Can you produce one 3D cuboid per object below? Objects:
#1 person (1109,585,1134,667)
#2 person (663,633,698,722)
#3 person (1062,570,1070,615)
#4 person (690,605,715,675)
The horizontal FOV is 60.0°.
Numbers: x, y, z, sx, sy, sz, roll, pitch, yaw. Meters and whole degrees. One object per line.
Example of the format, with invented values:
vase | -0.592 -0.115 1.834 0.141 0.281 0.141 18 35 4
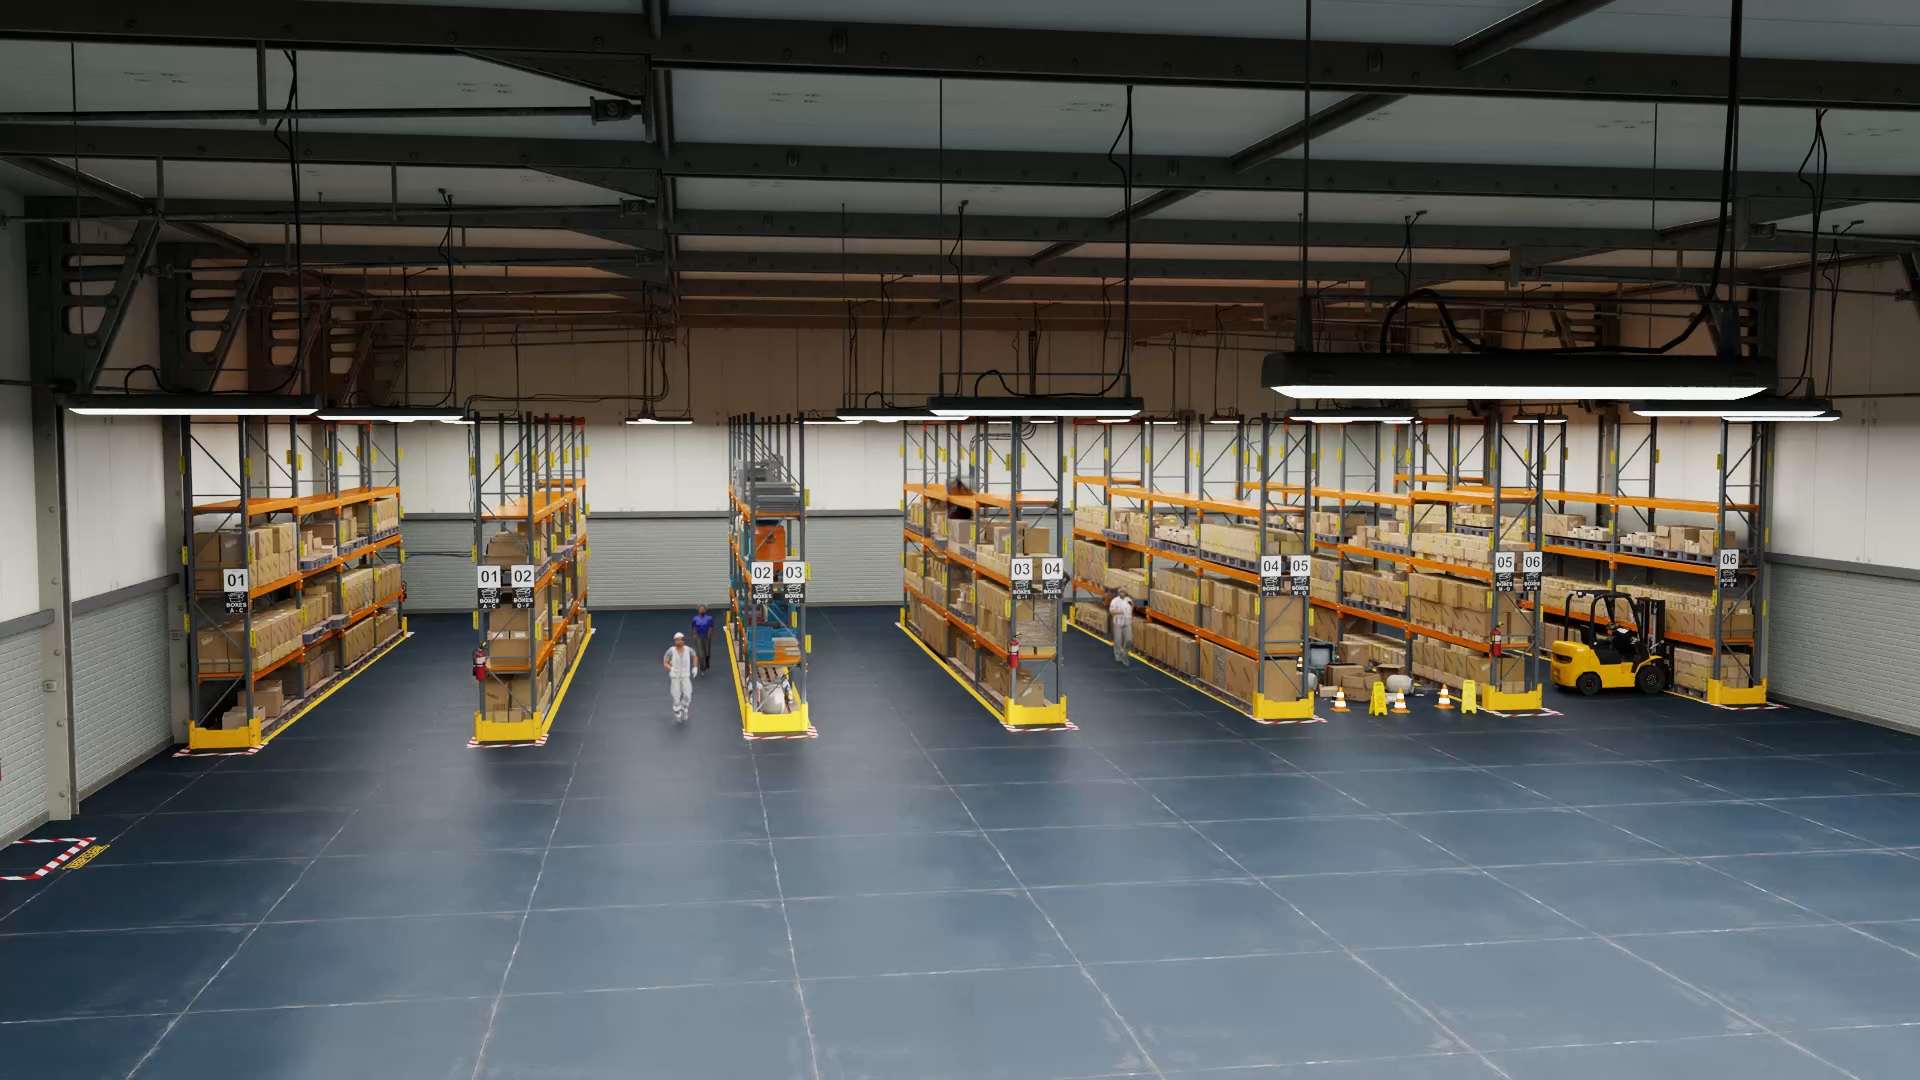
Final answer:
person | 3.771 1.983 38.333 0.643 1.875 0.669 -1 4 -14
person | -5.364 2.656 32.050 0.687 1.748 0.614 -1 4 -18
person | 2.896 1.510 49.484 0.787 1.783 0.698 -2 4 -27
person | -5.962 2.301 38.498 0.562 1.609 0.561 -1 4 -8
